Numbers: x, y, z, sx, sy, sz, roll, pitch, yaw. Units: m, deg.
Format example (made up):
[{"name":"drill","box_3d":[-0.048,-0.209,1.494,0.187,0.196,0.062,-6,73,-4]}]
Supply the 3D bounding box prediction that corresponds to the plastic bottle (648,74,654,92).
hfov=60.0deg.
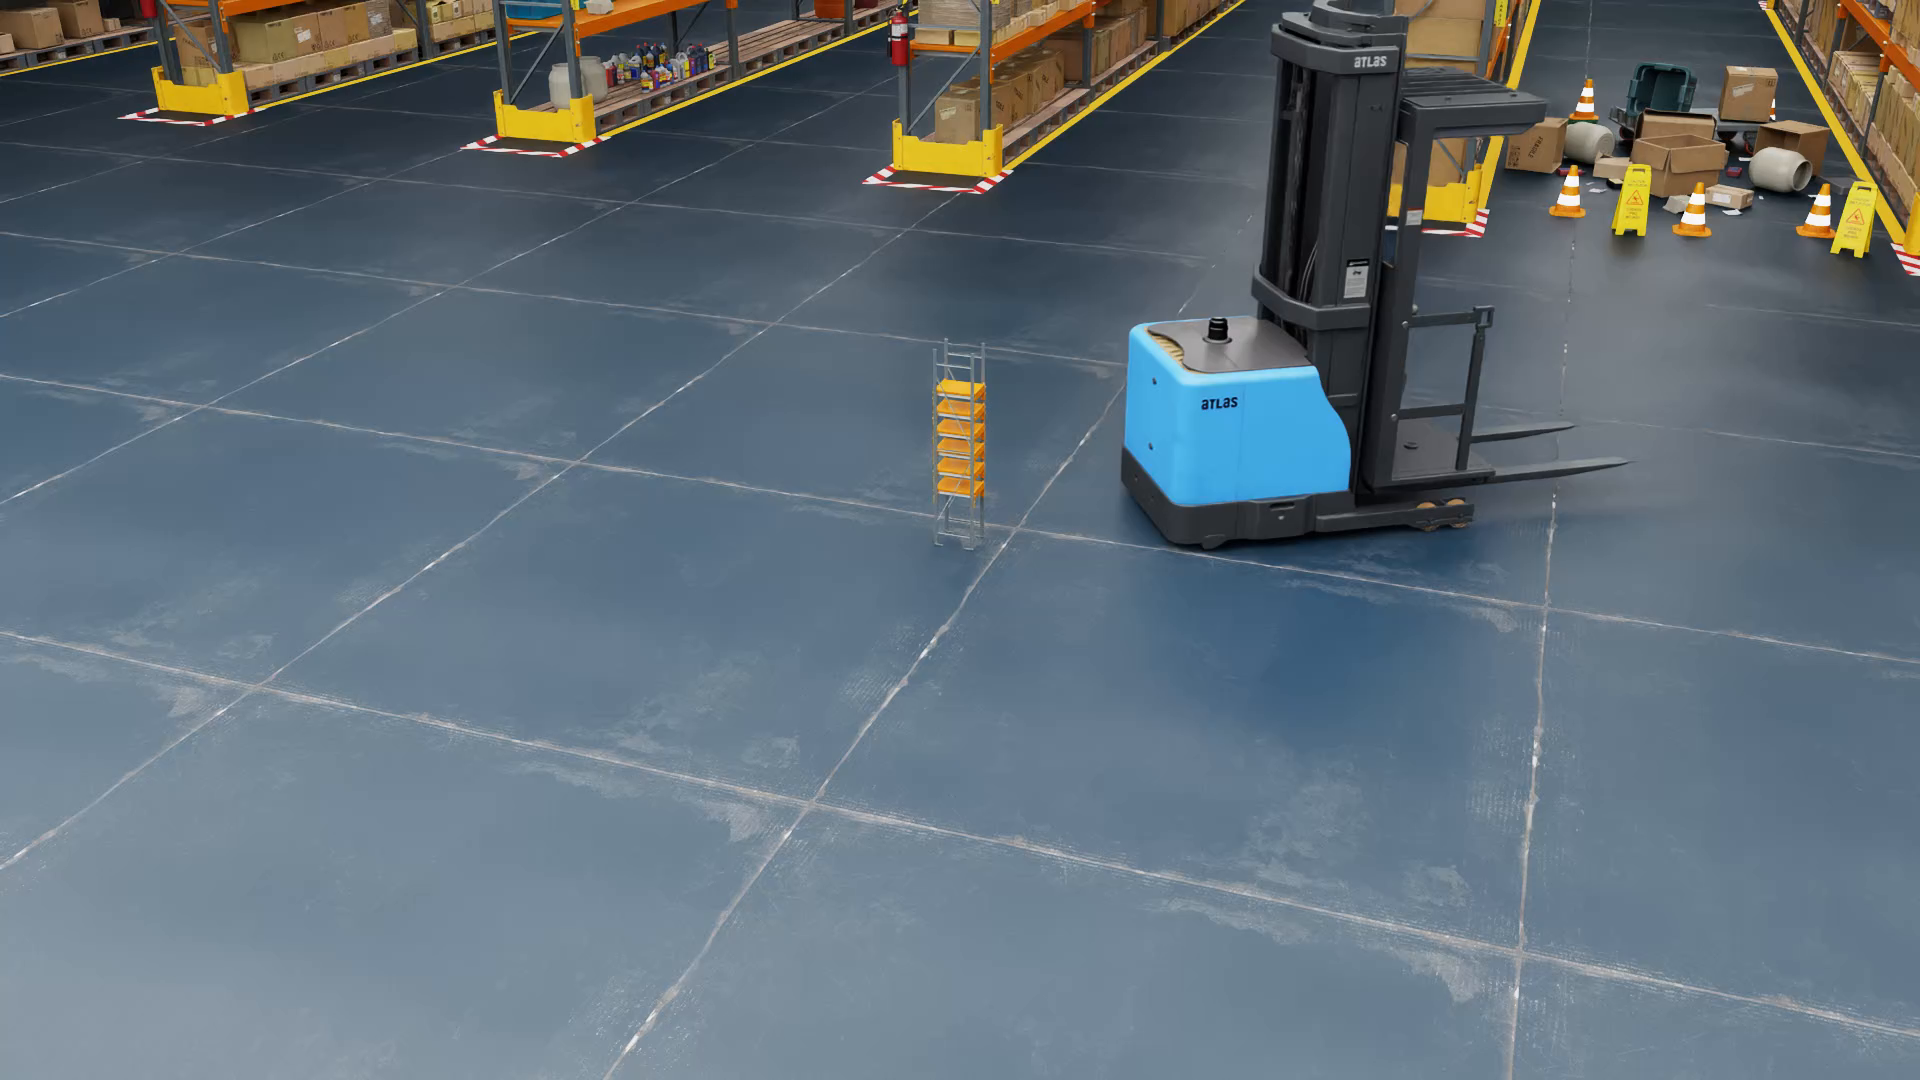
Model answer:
[{"name":"plastic bottle","box_3d":[-3.899,-5.733,20.854,0.097,0.201,0.097,0,26,0]}]

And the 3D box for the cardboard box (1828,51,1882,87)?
[{"name":"cardboard box","box_3d":[11.650,-5.959,21.150,0.950,0.372,0.625,7,27,14]}]

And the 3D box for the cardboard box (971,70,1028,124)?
[{"name":"cardboard box","box_3d":[0.457,-5.157,19.345,0.500,0.500,0.500,11,28,22]}]

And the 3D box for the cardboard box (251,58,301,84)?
[{"name":"cardboard box","box_3d":[-8.949,-6.117,21.615,0.500,0.250,0.500,9,27,17]}]

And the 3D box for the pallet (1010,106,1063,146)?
[{"name":"pallet","box_3d":[0.577,-4.938,19.706,1.003,0.211,1.213,9,27,17]}]

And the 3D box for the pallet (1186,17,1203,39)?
[{"name":"pallet","box_3d":[3.244,-8.179,26.399,1.003,0.211,1.213,9,27,17]}]

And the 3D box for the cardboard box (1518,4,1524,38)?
[{"name":"cardboard box","box_3d":[8.123,-7.806,24.817,0.500,0.500,0.500,8,27,16]}]

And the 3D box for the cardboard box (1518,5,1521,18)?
[{"name":"cardboard box","box_3d":[7.604,-7.510,23.344,0.500,0.250,0.500,8,27,15]}]

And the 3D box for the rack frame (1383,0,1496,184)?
[{"name":"rack frame","box_3d":[4.484,-4.572,15.752,1.000,3.000,0.127,9,27,17]}]

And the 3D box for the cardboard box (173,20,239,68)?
[{"name":"cardboard box","box_3d":[-9.602,-6.324,21.182,0.500,0.500,0.500,9,27,17]}]

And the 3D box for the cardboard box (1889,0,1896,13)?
[{"name":"cardboard box","box_3d":[10.427,-5.867,18.233,0.380,0.149,0.250,9,27,18]}]

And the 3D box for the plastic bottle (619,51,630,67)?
[{"name":"plastic bottle","box_3d":[-4.364,-6.177,21.601,0.144,0.351,0.185,9,27,17]}]

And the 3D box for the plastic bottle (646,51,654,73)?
[{"name":"plastic bottle","box_3d":[-4.094,-6.317,21.980,0.097,0.271,0.097,0,26,0]}]

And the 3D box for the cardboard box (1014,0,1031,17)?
[{"name":"cardboard box","box_3d":[0.310,-6.156,18.567,0.875,0.500,0.500,9,27,17]}]

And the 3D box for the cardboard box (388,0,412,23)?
[{"name":"cardboard box","box_3d":[-8.305,-7.827,24.503,0.500,0.311,0.500,9,27,17]}]

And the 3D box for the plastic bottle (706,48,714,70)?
[{"name":"plastic bottle","box_3d":[-3.348,-6.425,22.191,0.061,0.283,0.133,10,28,20]}]

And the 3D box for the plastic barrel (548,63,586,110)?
[{"name":"plastic barrel","box_3d":[-4.683,-5.402,19.839,0.421,0.512,0.421,0,26,0]}]

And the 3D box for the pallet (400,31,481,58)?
[{"name":"pallet","box_3d":[-7.961,-7.469,24.933,1.003,0.211,1.213,9,27,17]}]

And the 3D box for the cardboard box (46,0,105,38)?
[{"name":"cardboard box","box_3d":[-13.149,-7.773,24.725,0.500,0.500,0.500,7,27,14]}]

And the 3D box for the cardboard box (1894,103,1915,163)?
[{"name":"cardboard box","box_3d":[9.551,-3.974,16.328,0.500,0.500,0.500,8,27,16]}]

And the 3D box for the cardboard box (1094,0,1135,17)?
[{"name":"cardboard box","box_3d":[2.141,-7.532,23.368,0.500,0.250,0.500,12,28,23]}]

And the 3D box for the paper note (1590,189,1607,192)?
[{"name":"paper note","box_3d":[6.593,-3.616,17.186,0.144,0.017,0.142,20,32,35]}]

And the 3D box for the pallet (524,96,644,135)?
[{"name":"pallet","box_3d":[-4.574,-5.168,20.181,1.003,0.211,1.213,9,27,17]}]

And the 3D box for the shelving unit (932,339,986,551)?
[{"name":"shelving unit","box_3d":[-0.005,-0.534,9.476,0.258,1.200,0.189,9,27,17]}]

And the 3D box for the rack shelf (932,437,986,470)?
[{"name":"rack shelf","box_3d":[-0.005,-0.494,9.496,0.258,0.103,0.180,9,27,17]}]

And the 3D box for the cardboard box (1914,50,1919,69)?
[{"name":"cardboard box","box_3d":[9.617,-4.712,16.328,0.380,0.149,0.250,9,27,17]}]

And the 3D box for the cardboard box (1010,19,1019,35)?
[{"name":"cardboard box","box_3d":[0.422,-5.609,18.181,0.380,0.149,0.250,9,27,17]}]

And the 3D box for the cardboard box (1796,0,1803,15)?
[{"name":"cardboard box","box_3d":[13.786,-8.474,26.268,0.875,0.438,0.875,8,27,16]}]

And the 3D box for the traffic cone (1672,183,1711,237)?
[{"name":"traffic cone","box_3d":[6.952,-3.139,15.703,0.336,0.463,0.334,9,27,17]}]

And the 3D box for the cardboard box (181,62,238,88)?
[{"name":"cardboard box","box_3d":[-9.600,-5.986,21.345,0.500,0.250,0.500,9,27,17]}]

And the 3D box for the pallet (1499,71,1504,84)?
[{"name":"pallet","box_3d":[6.813,-6.292,22.503,1.003,0.211,1.213,9,27,17]}]

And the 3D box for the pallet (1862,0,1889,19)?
[{"name":"pallet","box_3d":[11.228,-6.278,19.494,1.003,0.211,1.213,9,27,17]}]

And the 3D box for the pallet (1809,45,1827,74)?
[{"name":"pallet","box_3d":[12.589,-6.741,23.431,1.003,0.211,1.213,9,27,17]}]

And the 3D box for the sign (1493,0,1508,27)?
[{"name":"sign","box_3d":[5.005,-4.915,15.375,0.100,0.325,0.005,9,27,17]}]

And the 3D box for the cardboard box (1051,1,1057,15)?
[{"name":"cardboard box","box_3d":[0.914,-6.227,19.456,0.380,0.149,0.250,9,27,17]}]

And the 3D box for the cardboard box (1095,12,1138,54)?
[{"name":"cardboard box","box_3d":[2.126,-7.186,23.513,0.700,0.500,0.500,6,27,13]}]

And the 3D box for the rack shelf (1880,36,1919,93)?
[{"name":"rack shelf","box_3d":[9.851,-4.394,16.209,1.077,0.370,4.000,9,27,17]}]

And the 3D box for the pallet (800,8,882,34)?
[{"name":"pallet","box_3d":[-1.945,-8.414,26.886,1.003,0.211,1.213,9,27,17]}]

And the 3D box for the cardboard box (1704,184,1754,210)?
[{"name":"cardboard box","box_3d":[7.717,-3.444,16.693,0.250,0.149,0.380,-20,33,-36]}]

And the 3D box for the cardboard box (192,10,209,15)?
[{"name":"cardboard box","box_3d":[-12.488,-8.729,26.701,0.700,0.500,0.500,8,27,16]}]

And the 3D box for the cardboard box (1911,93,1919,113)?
[{"name":"cardboard box","box_3d":[9.441,-4.216,16.083,0.380,0.149,0.250,10,28,20]}]

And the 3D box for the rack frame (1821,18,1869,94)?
[{"name":"rack frame","box_3d":[11.848,-7.184,21.145,1.000,3.000,0.127,9,27,17]}]

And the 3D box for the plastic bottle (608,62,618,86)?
[{"name":"plastic bottle","box_3d":[-4.422,-5.930,21.167,0.061,0.283,0.133,9,27,17]}]

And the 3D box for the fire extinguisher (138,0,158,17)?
[{"name":"fire extinguisher","box_3d":[-9.978,-6.755,20.349,0.296,0.674,0.183,9,27,17]}]

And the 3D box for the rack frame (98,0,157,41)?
[{"name":"rack frame","box_3d":[-12.842,-9.132,25.169,1.000,3.000,0.127,9,27,17]}]

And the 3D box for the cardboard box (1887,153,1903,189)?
[{"name":"cardboard box","box_3d":[9.549,-3.646,16.512,0.500,0.250,0.500,8,27,16]}]

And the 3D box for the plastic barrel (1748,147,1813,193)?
[{"name":"plastic barrel","box_3d":[8.445,-3.805,17.123,0.421,0.421,0.512,-14,29,-27]}]

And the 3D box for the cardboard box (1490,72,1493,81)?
[{"name":"cardboard box","box_3d":[5.937,-5.661,20.099,1.050,0.750,0.750,9,27,17]}]

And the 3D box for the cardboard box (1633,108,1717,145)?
[{"name":"cardboard box","box_3d":[7.686,-4.308,17.915,0.797,0.637,0.503,9,27,17]}]

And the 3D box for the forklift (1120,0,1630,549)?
[{"name":"forklift","box_3d":[2.573,-1.591,9.672,3.031,2.935,1.130,-6,26,-12]}]

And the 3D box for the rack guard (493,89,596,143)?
[{"name":"rack guard","box_3d":[-4.850,-4.965,19.430,1.175,0.500,0.348,9,27,17]}]

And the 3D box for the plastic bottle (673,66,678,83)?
[{"name":"plastic bottle","box_3d":[-3.684,-5.997,21.400,0.097,0.201,0.097,0,26,0]}]

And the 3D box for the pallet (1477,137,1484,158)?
[{"name":"pallet","box_3d":[5.488,-4.660,19.132,1.003,0.211,1.213,9,27,17]}]
